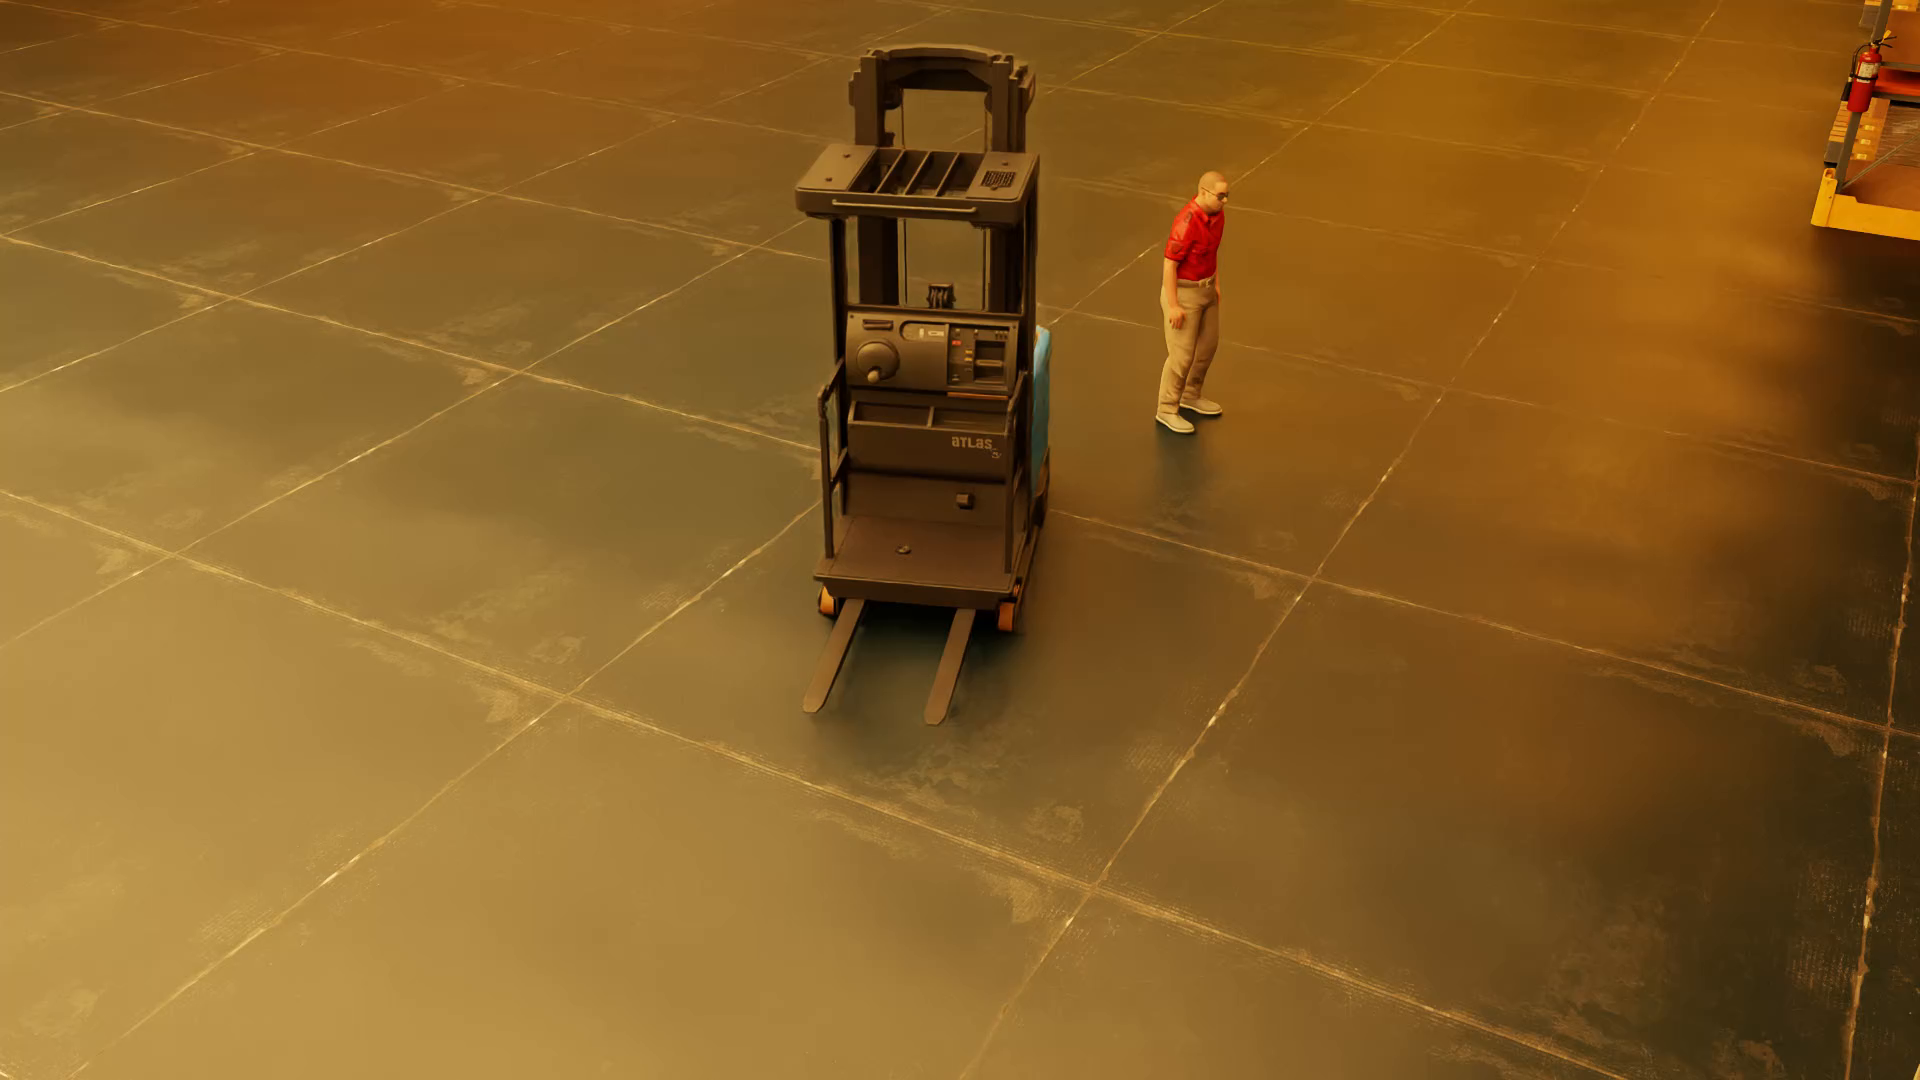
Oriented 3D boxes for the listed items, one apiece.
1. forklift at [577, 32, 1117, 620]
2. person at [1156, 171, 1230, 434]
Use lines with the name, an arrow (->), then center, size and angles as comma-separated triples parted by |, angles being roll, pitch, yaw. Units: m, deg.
forklift -> -0.649, -1.134, 9.036 | 3.031, 2.935, 1.130 | -13, 33, -22
person -> 1.563, -1.615, 11.073 | 0.393, 1.725, 0.597 | 21, 36, 32
